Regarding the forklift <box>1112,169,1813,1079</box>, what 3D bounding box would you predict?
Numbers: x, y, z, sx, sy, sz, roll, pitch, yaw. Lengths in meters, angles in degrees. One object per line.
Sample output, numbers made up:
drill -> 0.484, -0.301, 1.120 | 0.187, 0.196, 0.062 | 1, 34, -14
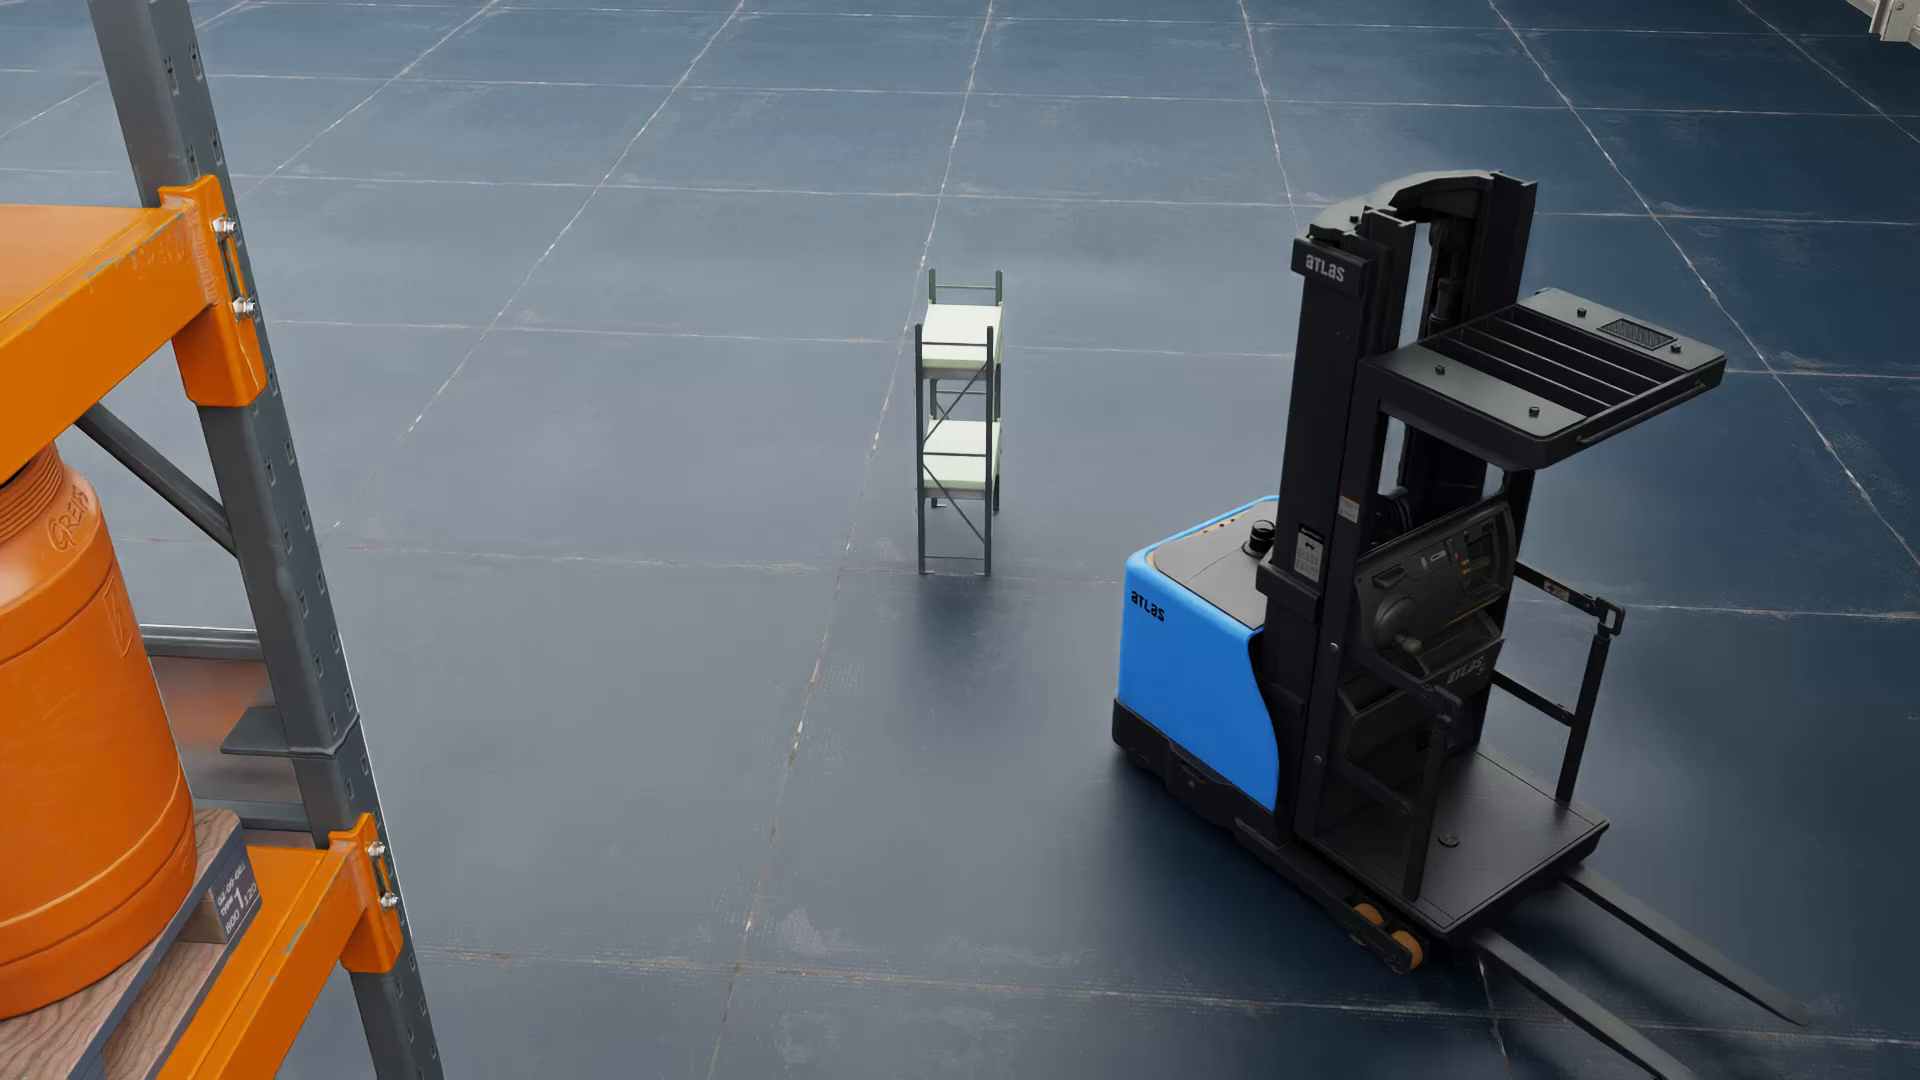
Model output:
forklift -> 2.007, 0.201, 6.410 | 1.130, 2.935, 3.031 | -22, 38, -31

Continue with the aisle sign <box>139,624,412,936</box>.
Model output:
aisle sign -> -1.372, 0.506, 3.373 | 0.394, 0.787, 0.004 | 2, 32, 4

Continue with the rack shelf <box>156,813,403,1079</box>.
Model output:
rack shelf -> -1.837, 1.713, 1.719 | 1.077, 0.370, 4.000 | 2, 32, 4

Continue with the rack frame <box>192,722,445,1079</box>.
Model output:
rack frame -> -1.674, 1.637, 4.014 | 1.000, 3.000, 0.127 | 2, 32, 4

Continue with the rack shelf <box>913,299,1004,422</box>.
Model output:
rack shelf -> 0.001, -0.974, 8.938 | 0.431, 0.370, 0.720 | 2, 32, 4

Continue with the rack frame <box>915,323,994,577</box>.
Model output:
rack frame -> -0.029, -0.451, 8.832 | 0.400, 1.500, 0.023 | 2, 32, 4

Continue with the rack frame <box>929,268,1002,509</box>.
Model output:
rack frame -> 0.030, -0.833, 9.453 | 0.400, 1.500, 0.023 | 2, 32, 4

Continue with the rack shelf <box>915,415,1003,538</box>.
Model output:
rack shelf -> 0.001, -0.364, 9.314 | 0.431, 0.370, 0.720 | 2, 32, 4

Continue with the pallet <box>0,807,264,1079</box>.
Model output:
pallet -> -1.839, 0.869, 2.582 | 1.003, 0.211, 1.213 | 2, 32, 4

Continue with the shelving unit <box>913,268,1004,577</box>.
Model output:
shelving unit -> 0.001, -0.642, 9.142 | 0.431, 1.500, 0.755 | 2, 32, 4

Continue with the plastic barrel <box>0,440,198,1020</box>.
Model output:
plastic barrel -> -1.587, 0.258, 2.583 | 0.600, 0.830, 0.708 | 2, 32, 4

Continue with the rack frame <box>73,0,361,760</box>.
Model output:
rack frame -> -1.674, -0.917, 2.440 | 1.000, 3.000, 0.127 | 2, 32, 4

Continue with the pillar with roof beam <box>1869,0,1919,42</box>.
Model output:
pillar with roof beam -> 6.180, -9.686, 16.671 | 9.100, 9.000, 0.400 | 2, 32, 4

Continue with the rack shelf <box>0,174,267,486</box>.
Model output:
rack shelf -> -1.837, 0.606, 1.037 | 1.077, 0.370, 4.000 | 2, 32, 4
